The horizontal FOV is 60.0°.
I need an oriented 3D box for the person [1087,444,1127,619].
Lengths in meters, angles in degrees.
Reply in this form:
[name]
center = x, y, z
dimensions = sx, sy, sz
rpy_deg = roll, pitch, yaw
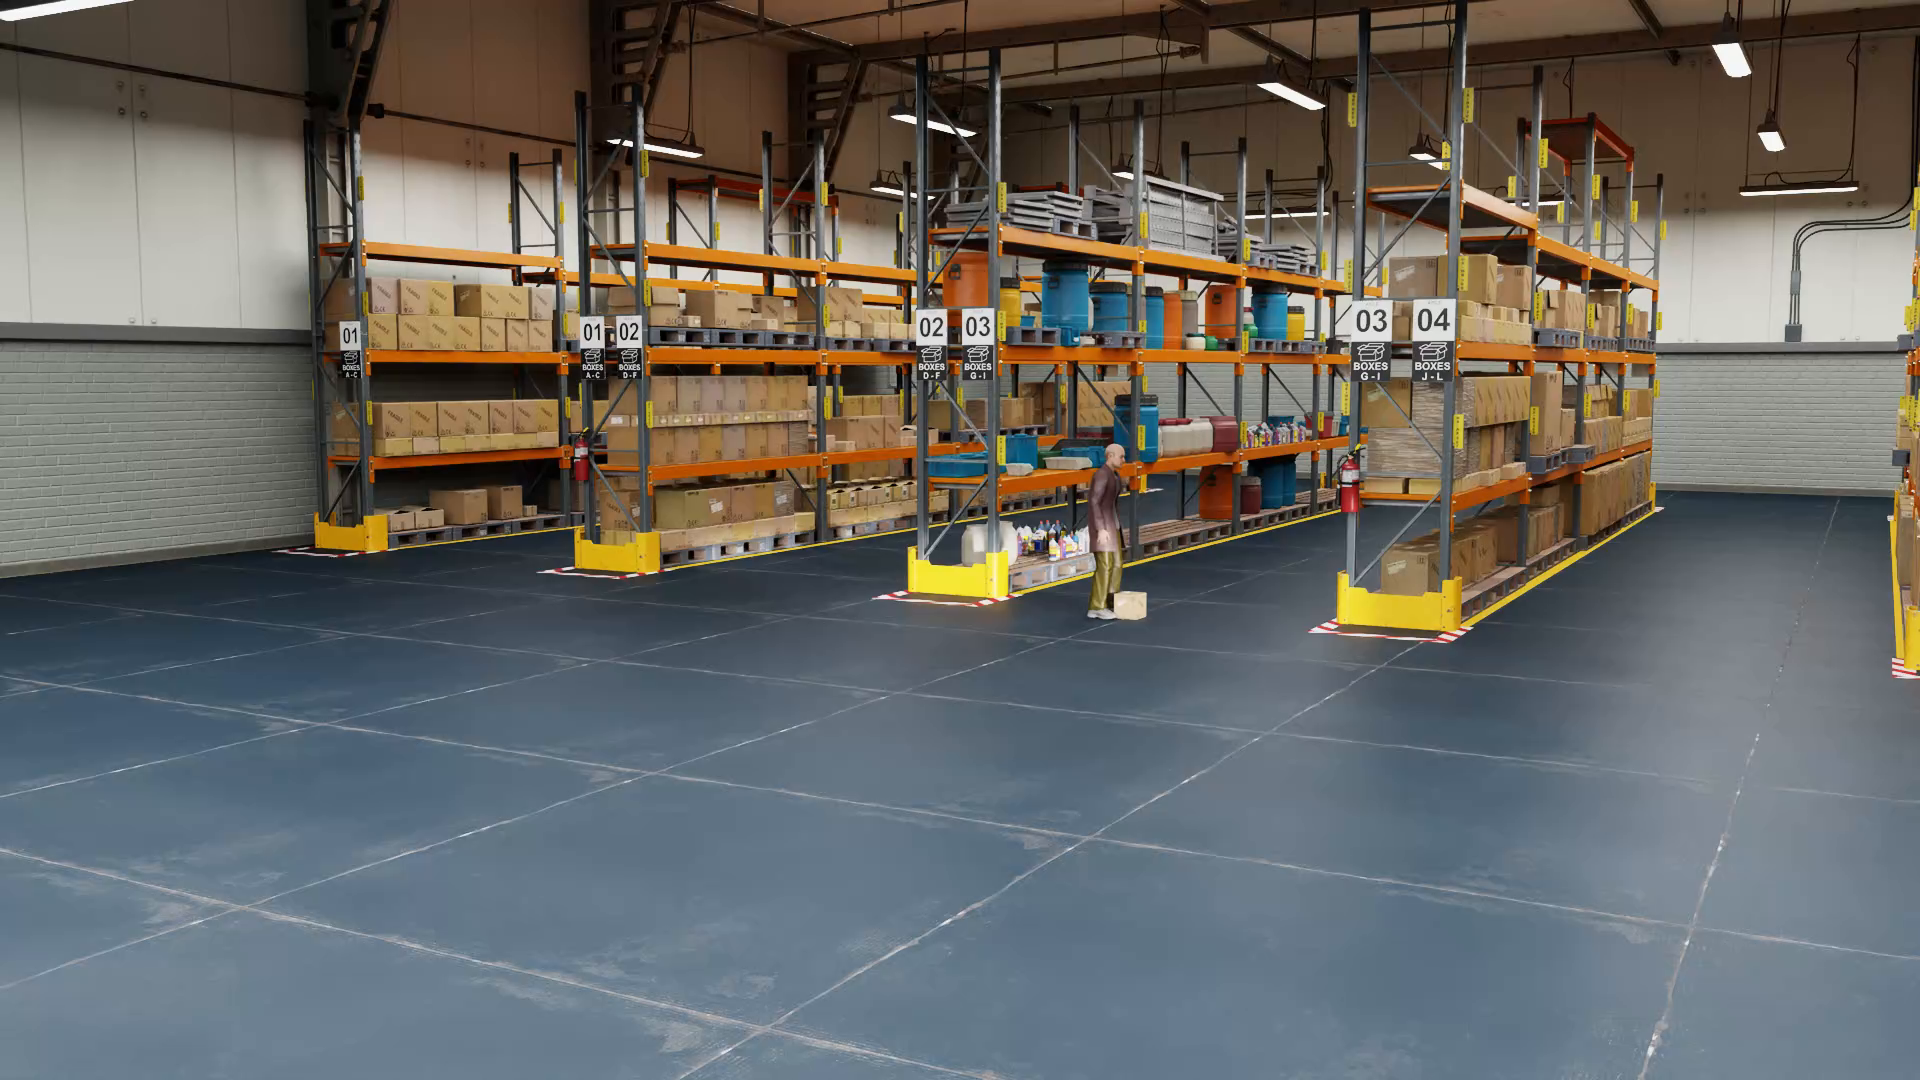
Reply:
[person]
center = 1.525, -0.101, 17.063
dimensions = 0.429, 1.772, 0.649
rpy_deg = 3, 6, 25
